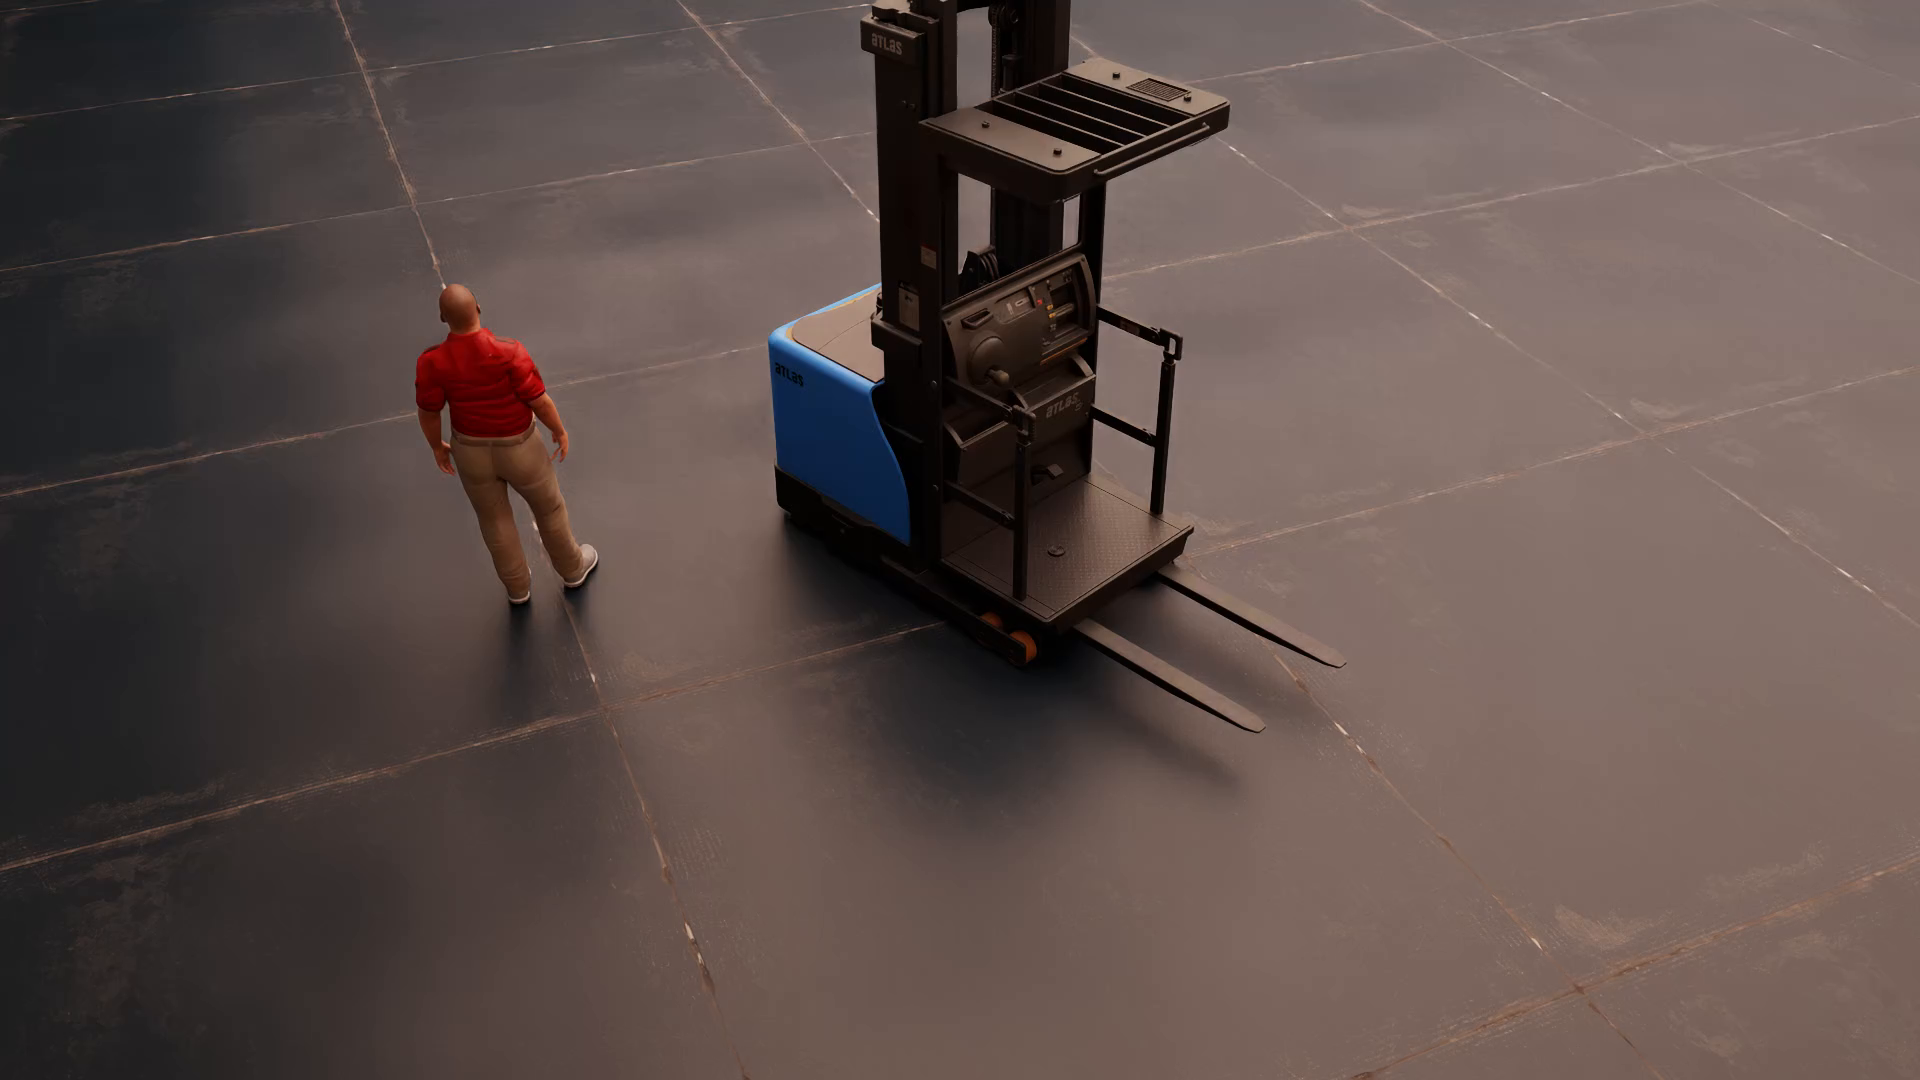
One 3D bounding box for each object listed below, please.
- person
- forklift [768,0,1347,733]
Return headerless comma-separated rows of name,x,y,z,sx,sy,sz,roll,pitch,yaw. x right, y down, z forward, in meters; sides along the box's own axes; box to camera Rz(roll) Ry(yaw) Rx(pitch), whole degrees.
person,-2.143,-0.473,7.789,0.640,1.727,0.551,-3,36,-4
forklift,0.432,-0.946,7.429,3.031,2.935,1.130,30,45,35
